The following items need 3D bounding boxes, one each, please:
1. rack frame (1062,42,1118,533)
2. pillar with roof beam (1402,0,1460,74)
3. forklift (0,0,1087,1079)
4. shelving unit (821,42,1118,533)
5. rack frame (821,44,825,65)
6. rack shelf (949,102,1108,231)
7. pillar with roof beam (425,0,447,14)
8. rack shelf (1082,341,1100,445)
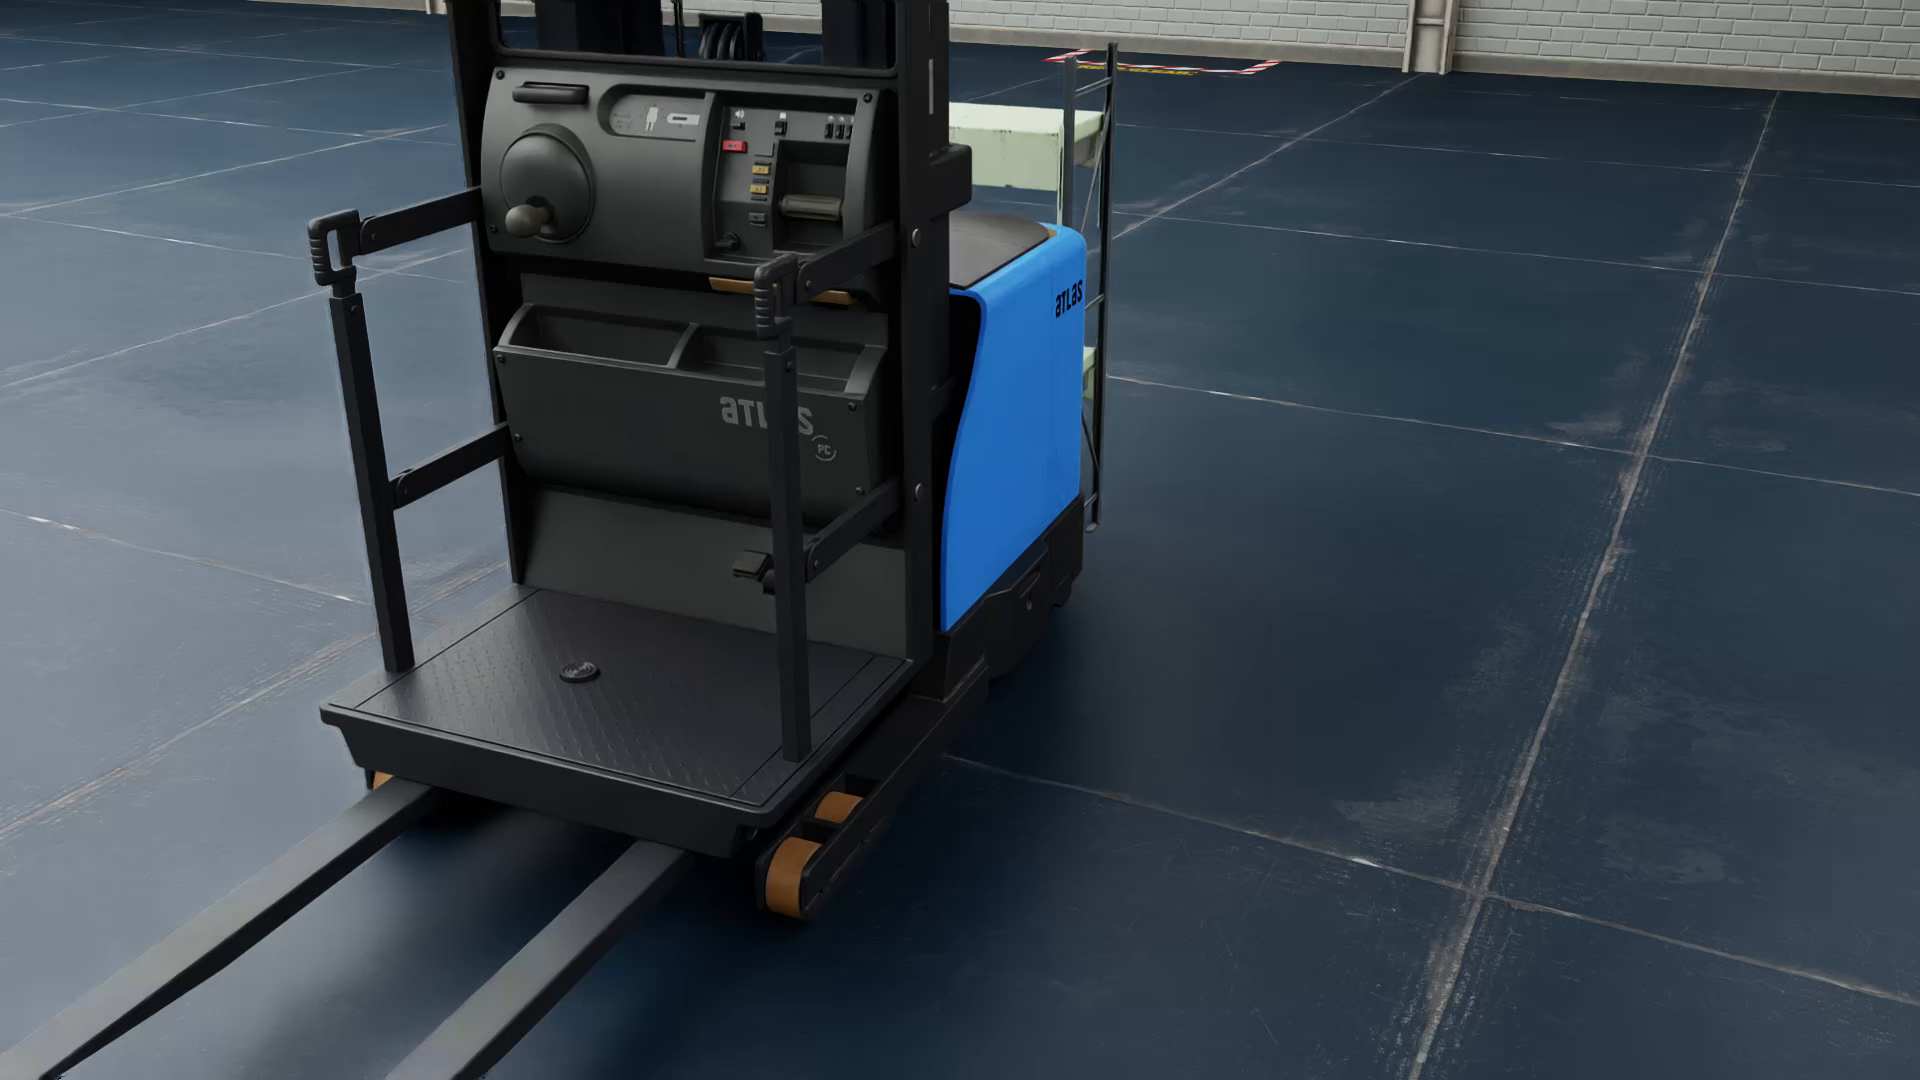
[{"bbox_3d":[0.368,-0.675,4.920,0.023,1.500,0.400,9,25,21],"label":"rack frame"},{"bbox_3d":[2.431,-7.029,10.280,0.400,9.000,9.100,11,25,25],"label":"pillar with roof beam"},{"bbox_3d":[-0.679,-0.758,3.287,1.130,2.935,3.031,9,25,21],"label":"forklift"},{"bbox_3d":[0.030,-0.730,5.050,0.755,1.500,0.431,9,25,21],"label":"shelving unit"},{"bbox_3d":[-0.307,-0.785,5.180,0.023,1.500,0.400,9,25,21],"label":"rack frame"},{"bbox_3d":[0.030,-1.089,4.897,0.720,0.370,0.431,9,25,21],"label":"rack shelf"},{"bbox_3d":[-8.278,-9.148,15.263,0.400,9.000,9.100,11,25,25],"label":"pillar with roof beam"},{"bbox_3d":[0.030,-0.430,5.178,0.720,0.370,0.431,9,25,21],"label":"rack shelf"}]
